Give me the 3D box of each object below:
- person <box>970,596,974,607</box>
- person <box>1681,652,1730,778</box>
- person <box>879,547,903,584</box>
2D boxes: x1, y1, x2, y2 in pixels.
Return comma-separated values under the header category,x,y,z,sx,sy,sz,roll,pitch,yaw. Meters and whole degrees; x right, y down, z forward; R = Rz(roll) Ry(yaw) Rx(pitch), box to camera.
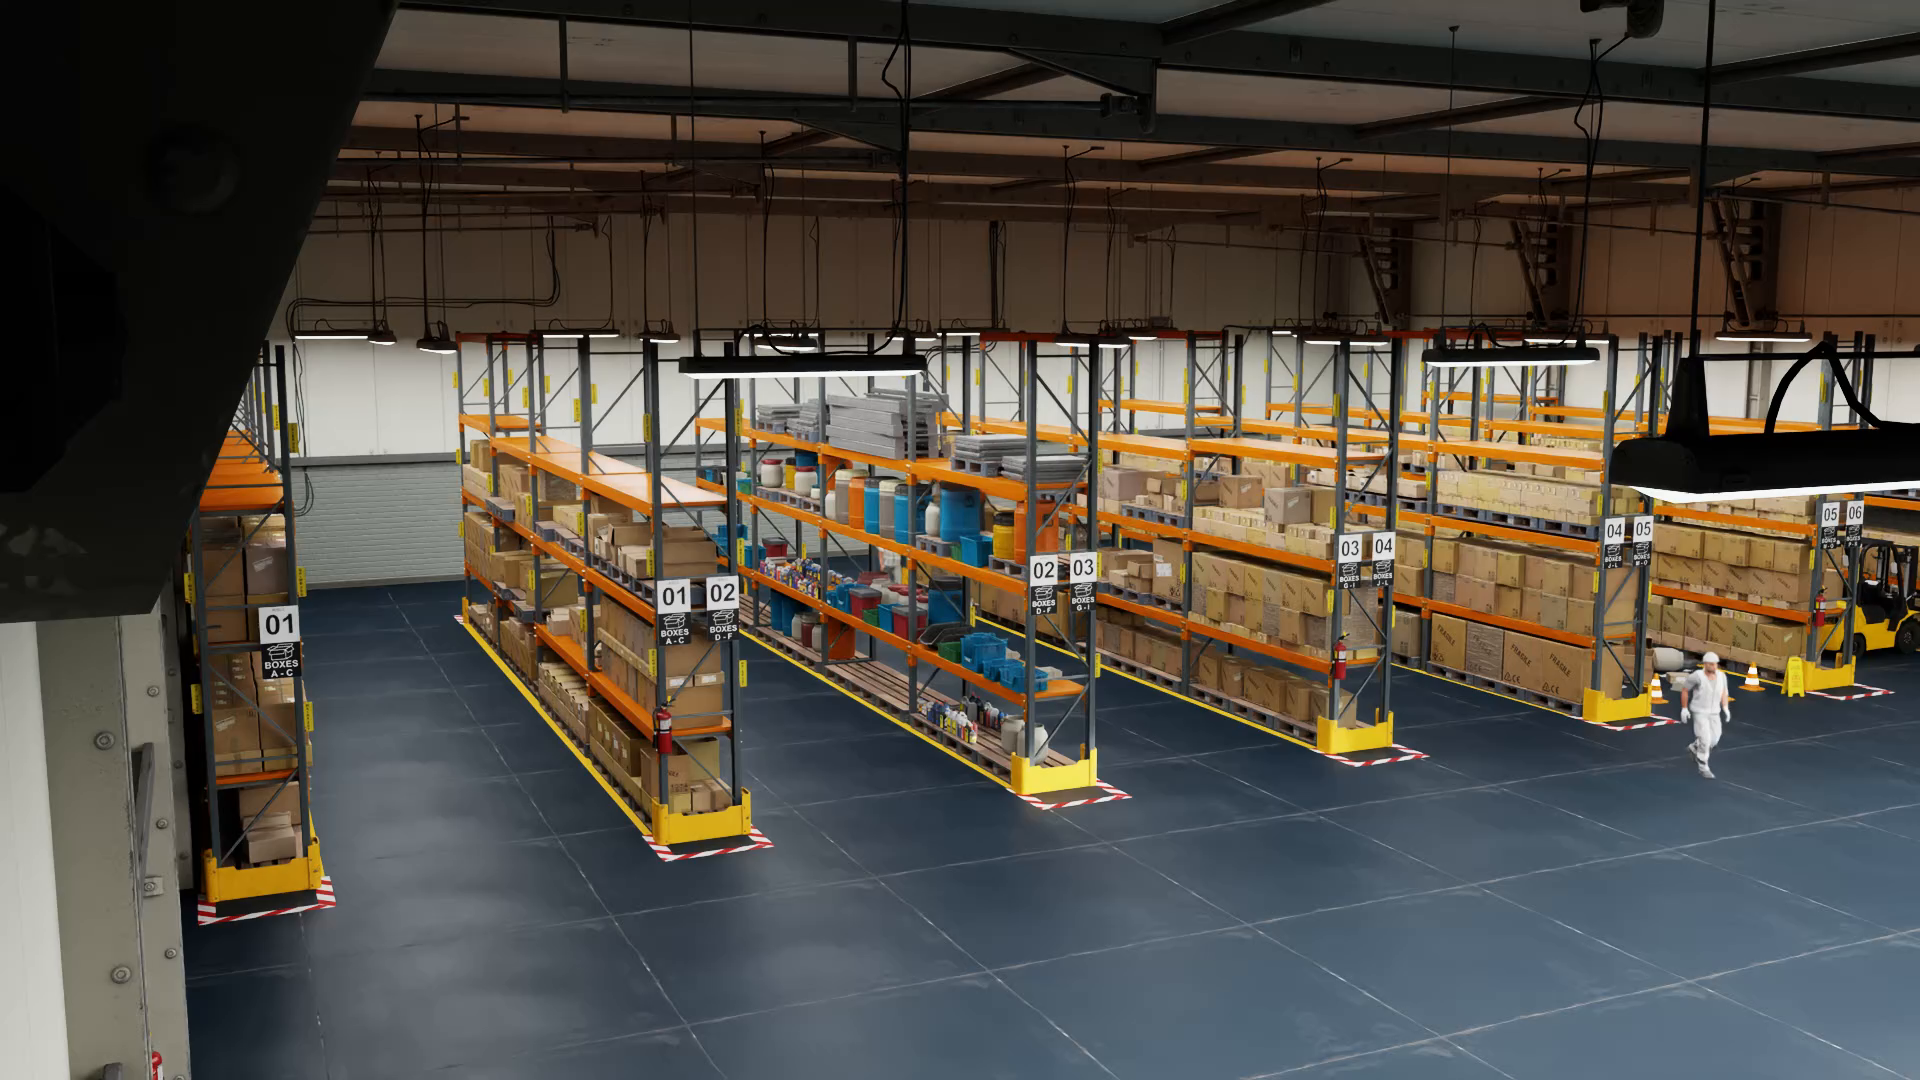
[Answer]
category,x,y,z,sx,sy,sz,roll,pitch,yaw
person,-0.010,1.478,30.355,0.567,1.516,0.796,-2,8,-14
person,10.249,2.372,23.018,0.604,1.757,0.738,-1,8,-11
person,-1.509,0.523,36.623,0.588,1.718,1.039,-3,8,-19
